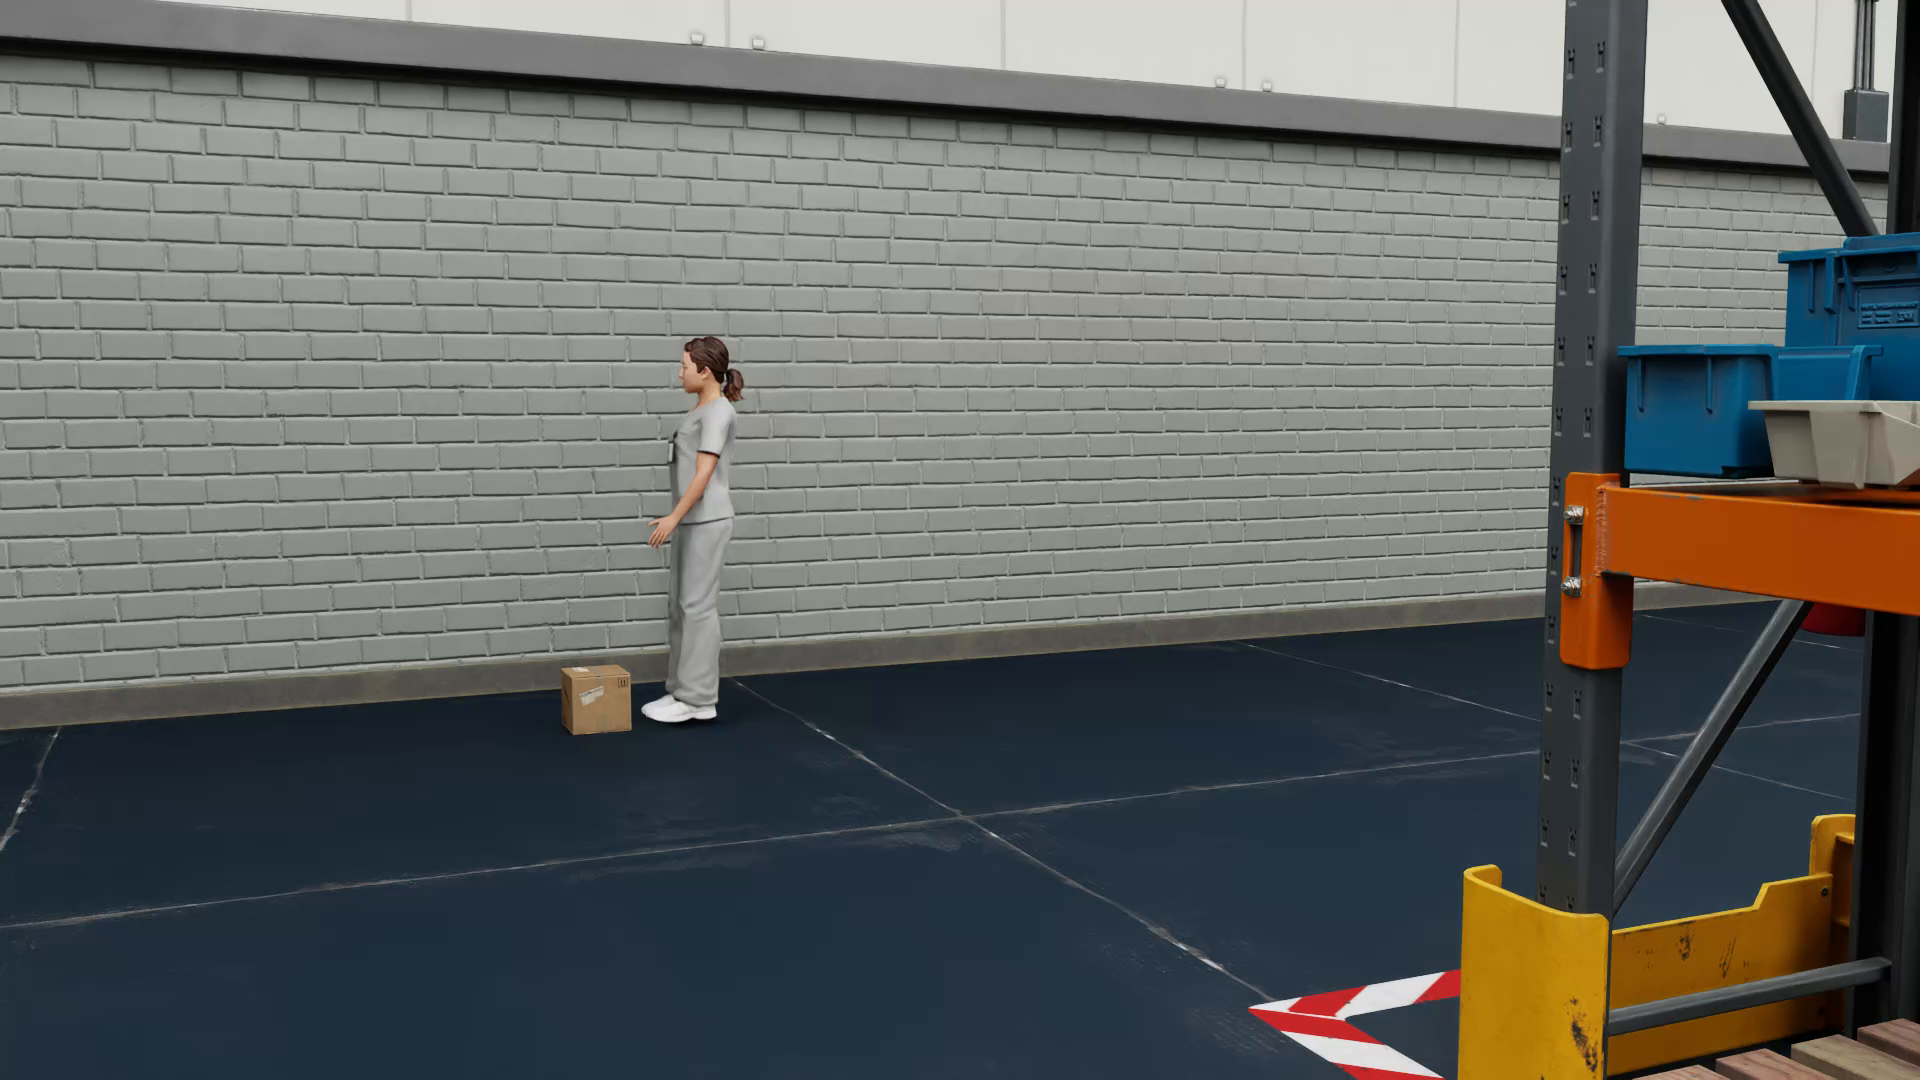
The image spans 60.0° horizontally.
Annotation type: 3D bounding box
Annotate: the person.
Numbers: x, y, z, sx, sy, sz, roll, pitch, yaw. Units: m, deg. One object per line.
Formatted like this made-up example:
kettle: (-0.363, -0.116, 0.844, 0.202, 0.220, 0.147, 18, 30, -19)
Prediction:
person: (-1.171, -0.046, 7.325, 0.478, 1.692, 0.455, -2, 6, -20)
